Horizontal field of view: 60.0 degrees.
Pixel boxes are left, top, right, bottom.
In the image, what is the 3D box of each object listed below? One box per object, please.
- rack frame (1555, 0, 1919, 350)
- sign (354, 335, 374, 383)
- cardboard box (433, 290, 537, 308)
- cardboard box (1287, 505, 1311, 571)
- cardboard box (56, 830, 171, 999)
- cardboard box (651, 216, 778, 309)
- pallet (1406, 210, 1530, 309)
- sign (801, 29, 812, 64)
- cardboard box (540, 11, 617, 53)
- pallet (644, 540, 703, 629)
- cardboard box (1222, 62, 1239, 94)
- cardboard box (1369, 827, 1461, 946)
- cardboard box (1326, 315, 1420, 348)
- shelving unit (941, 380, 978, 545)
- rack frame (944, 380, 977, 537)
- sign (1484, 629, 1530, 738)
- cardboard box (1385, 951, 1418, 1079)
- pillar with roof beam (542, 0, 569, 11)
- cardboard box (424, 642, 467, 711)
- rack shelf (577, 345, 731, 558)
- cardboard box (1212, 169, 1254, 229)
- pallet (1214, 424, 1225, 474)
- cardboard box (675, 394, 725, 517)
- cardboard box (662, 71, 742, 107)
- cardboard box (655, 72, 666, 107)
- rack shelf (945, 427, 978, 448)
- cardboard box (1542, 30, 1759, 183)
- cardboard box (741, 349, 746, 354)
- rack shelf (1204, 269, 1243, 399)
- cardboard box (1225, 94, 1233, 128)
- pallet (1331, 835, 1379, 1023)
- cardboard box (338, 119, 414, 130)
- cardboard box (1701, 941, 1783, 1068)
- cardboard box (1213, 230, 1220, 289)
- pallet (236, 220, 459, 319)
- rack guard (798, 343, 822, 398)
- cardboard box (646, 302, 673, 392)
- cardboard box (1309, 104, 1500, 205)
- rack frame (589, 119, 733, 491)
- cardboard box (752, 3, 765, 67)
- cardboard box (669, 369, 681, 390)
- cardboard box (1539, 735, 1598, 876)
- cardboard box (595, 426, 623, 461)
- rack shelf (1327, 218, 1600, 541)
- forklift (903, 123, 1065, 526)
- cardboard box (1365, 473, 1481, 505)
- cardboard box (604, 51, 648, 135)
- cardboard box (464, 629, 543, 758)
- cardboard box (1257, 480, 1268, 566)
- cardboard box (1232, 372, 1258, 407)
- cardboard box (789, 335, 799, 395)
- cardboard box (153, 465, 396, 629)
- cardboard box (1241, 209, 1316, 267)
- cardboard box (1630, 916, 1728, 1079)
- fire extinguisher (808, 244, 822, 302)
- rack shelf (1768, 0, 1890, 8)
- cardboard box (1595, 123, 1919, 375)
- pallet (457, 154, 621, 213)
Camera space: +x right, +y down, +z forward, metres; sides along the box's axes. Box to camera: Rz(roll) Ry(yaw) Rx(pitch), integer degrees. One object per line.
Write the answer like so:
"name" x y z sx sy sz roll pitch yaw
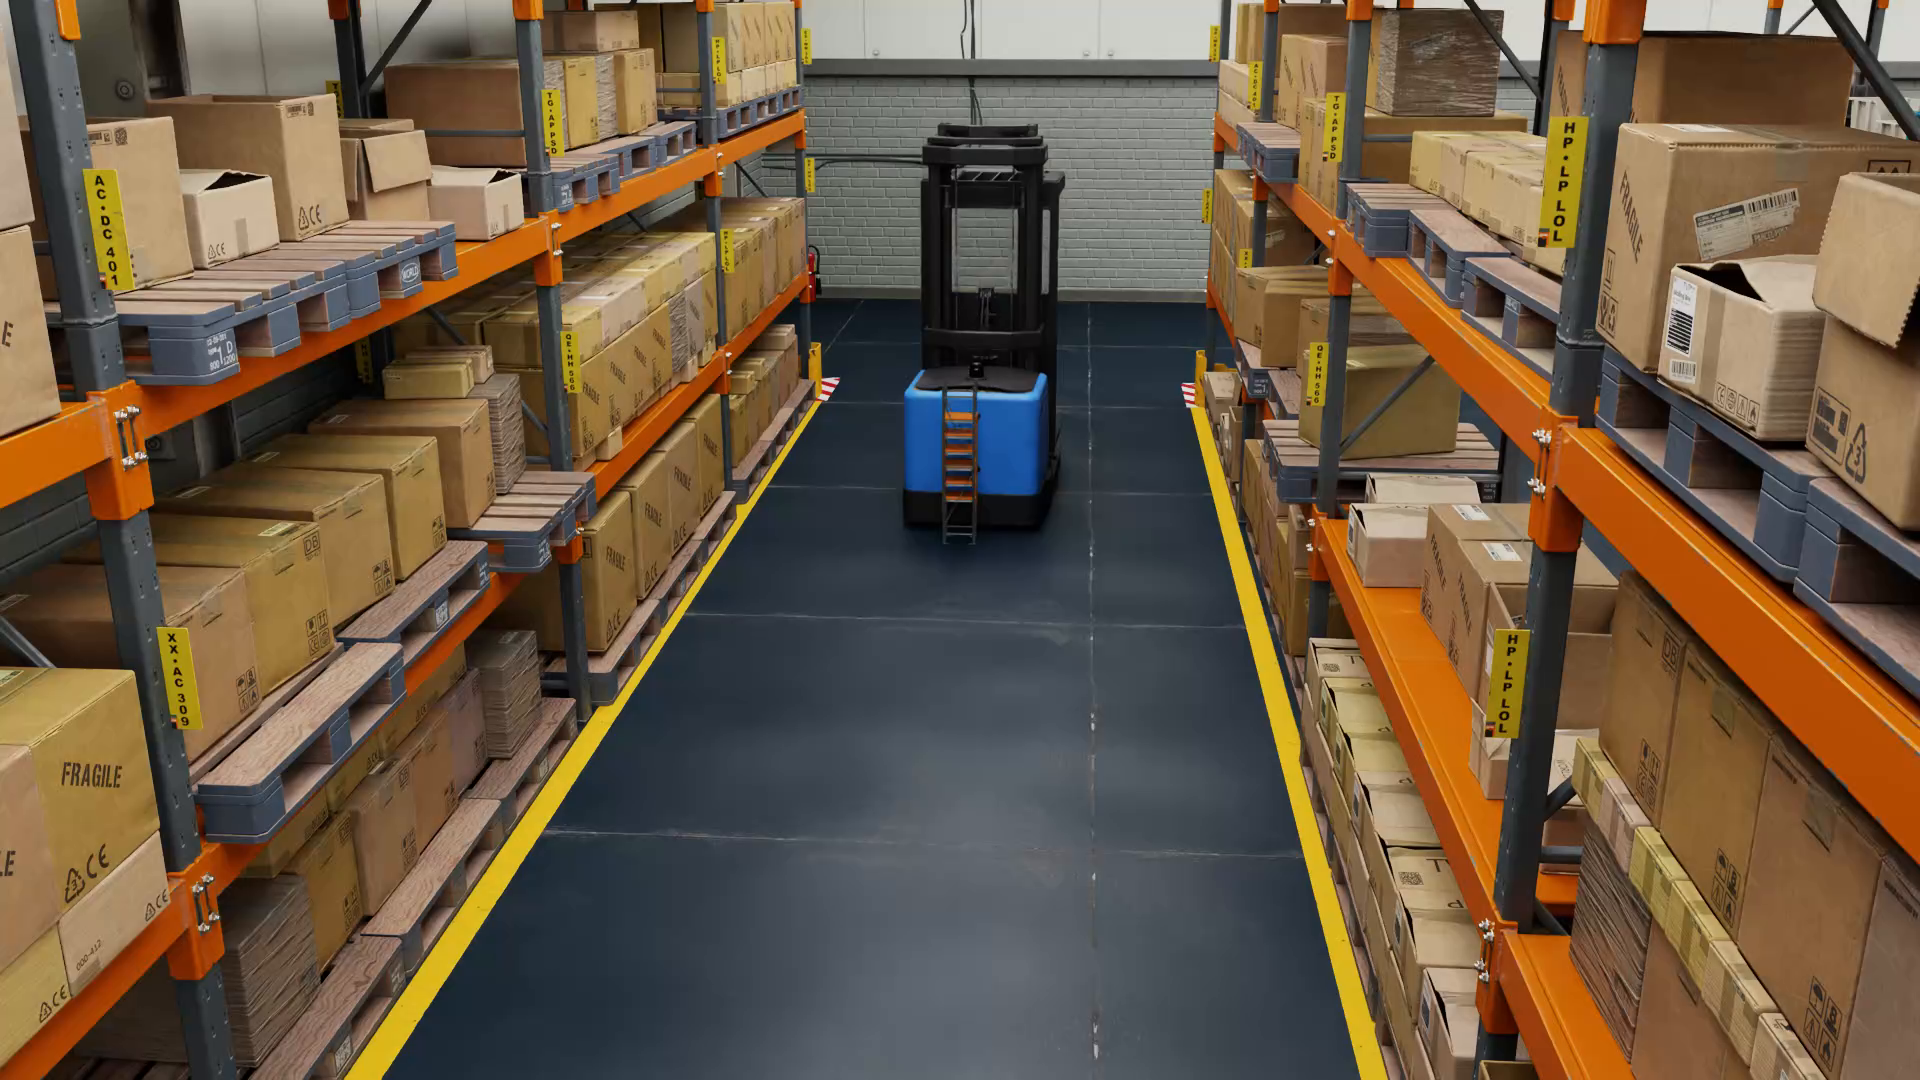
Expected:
"rack frame" 2.073 -1.926 3.849 1.000 3.000 0.127 1 18 4
"sign" -3.136 -0.988 8.763 0.100 0.325 0.005 1 18 4
"cardboard box" -2.767 -1.289 9.665 0.500 0.250 0.500 1 18 2
"cardboard box" 2.192 -0.008 9.735 0.500 0.250 0.500 2 18 6
"cardboard box" -2.600 1.031 4.668 0.500 0.250 0.500 1 18 4
"cardboard box" -2.140 -2.433 14.548 0.980 0.700 0.700 0 18 1
"pallet" 2.323 -1.093 6.427 1.003 0.211 1.213 2 18 6
"sign" -1.468 -4.704 15.849 0.100 0.325 0.005 1 18 4
"cardboard box" -2.514 -3.265 10.683 0.500 0.250 0.500 1 18 2
"pallet" -2.360 0.277 11.238 1.003 0.211 1.213 1 18 4
"cardboard box" 2.593 -4.085 14.693 0.500 0.250 0.500 1 18 4
"cardboard box" 1.885 1.317 6.429 0.500 0.311 0.500 1 18 4
"cardboard box" 2.548 -1.042 9.952 0.700 0.500 0.500 5 19 14
"shelving unit" -0.001 -0.566 12.222 0.258 1.200 0.189 1 18 4
"rack frame" 0.006 -0.594 12.309 0.240 1.200 0.006 1 18 4
"sign" 1.531 0.403 4.643 0.100 0.325 0.005 1 18 4
"cardboard box" 1.851 1.740 6.038 0.500 0.250 0.500 1 18 3
"pillar with roof beam" 1.186 -4.661 12.195 9.100 9.000 0.400 1 18 4
"cardboard box" -2.685 0.596 7.891 0.500 0.250 0.500 2 18 5
"rack shelf" -2.438 -0.706 10.916 1.077 0.370 4.000 1 18 4
"cardboard box" 2.638 -3.193 15.583 0.500 0.500 0.500 2 18 6
"pallet" 2.781 -0.828 14.611 1.003 0.211 1.213 1 18 4
"cardboard box" -2.212 -0.642 12.344 0.750 0.750 0.750 1 18 5
"cardboard box" -1.983 -3.479 12.812 0.500 0.250 0.500 1 18 4
"cardboard box" -2.480 -3.488 12.840 0.500 0.250 0.500 1 18 4
"rack shelf" -0.001 -0.752 12.162 0.258 0.103 0.180 1 18 4
"cardboard box" 2.174 -1.353 5.281 0.500 0.500 0.500 3 18 9
"cardboard box" -2.203 -1.820 15.459 0.380 0.149 0.250 1 18 4
"rack shelf" 2.790 -1.839 14.374 1.077 0.370 4.000 1 18 4
"cardboard box" 2.560 -3.692 14.297 0.500 0.250 0.500 1 18 4
"pallet" 2.171 1.640 7.078 1.003 0.211 1.213 1 18 4
"cardboard box" -2.863 -1.691 7.756 0.500 0.500 0.500 1 18 4
"cardboard box" 1.788 0.966 3.457 0.380 0.149 0.250 1 18 2
"cardboard box" 2.606 -2.557 15.250 0.500 0.500 0.500 1 18 3
"pallet" -2.647 -1.032 6.241 1.213 0.211 1.003 1 18 4
"rack guard" -2.007 -1.731 16.903 1.175 0.500 0.348 1 18 4
"cardboard box" -2.179 -1.249 10.747 0.500 0.500 0.500 2 18 5
"cardboard box" 2.394 -2.085 8.991 0.910 0.500 0.500 1 18 4
"rack frame" -2.295 -1.669 12.700 1.000 3.000 0.127 1 18 4
"cardboard box" -1.904 -4.155 13.671 0.500 0.500 0.500 1 18 4
"cardboard box" -2.139 -1.132 11.431 0.380 0.149 0.250 1 18 4
"cardboard box" 2.064 0.842 5.276 0.500 0.250 0.500 2 18 7
"cardboard box" -2.197 -0.573 9.725 0.380 0.149 0.250 2 18 6
"rack shelf" 2.216 -0.780 6.324 1.077 0.370 4.000 1 18 4
"forklift" 0.266 -1.913 13.556 1.130 2.935 3.031 2 18 7
"cardboard box" 2.290 -0.163 8.247 0.500 0.311 0.500 2 18 7
"cardboard box" -2.443 -2.906 10.790 0.700 0.500 0.500 1 18 3
"cardboard box" -2.581 0.777 8.543 0.700 0.500 0.500 2 18 5
"cardboard box" 2.298 -0.115 11.265 0.500 0.500 0.500 2 18 5
"cardboard box" 2.776 -1.166 14.467 0.797 0.503 0.637 1 18 4
"cardboard box" -1.959 -1.704 16.145 0.700 0.500 0.500 1 18 4
"cardboard box" -2.735 0.023 6.669 0.700 0.500 0.500 4 19 11
"cardboard box" 2.424 -2.245 12.692 0.500 0.500 0.500 1 18 4
"cardboard box" 2.016 1.179 3.846 0.700 0.500 0.500 1 18 3
"fire extinguisher" -1.537 -2.734 16.673 0.296 0.674 0.183 1 18 4
"rack shelf" 7.730 -4.388 13.161 1.077 0.370 4.000 1 18 4
"cardboard box" 1.774 -0.664 3.754 0.500 0.500 0.500 3 18 8
"pallet" -2.589 -1.964 9.085 1.213 0.211 1.003 2 18 6
